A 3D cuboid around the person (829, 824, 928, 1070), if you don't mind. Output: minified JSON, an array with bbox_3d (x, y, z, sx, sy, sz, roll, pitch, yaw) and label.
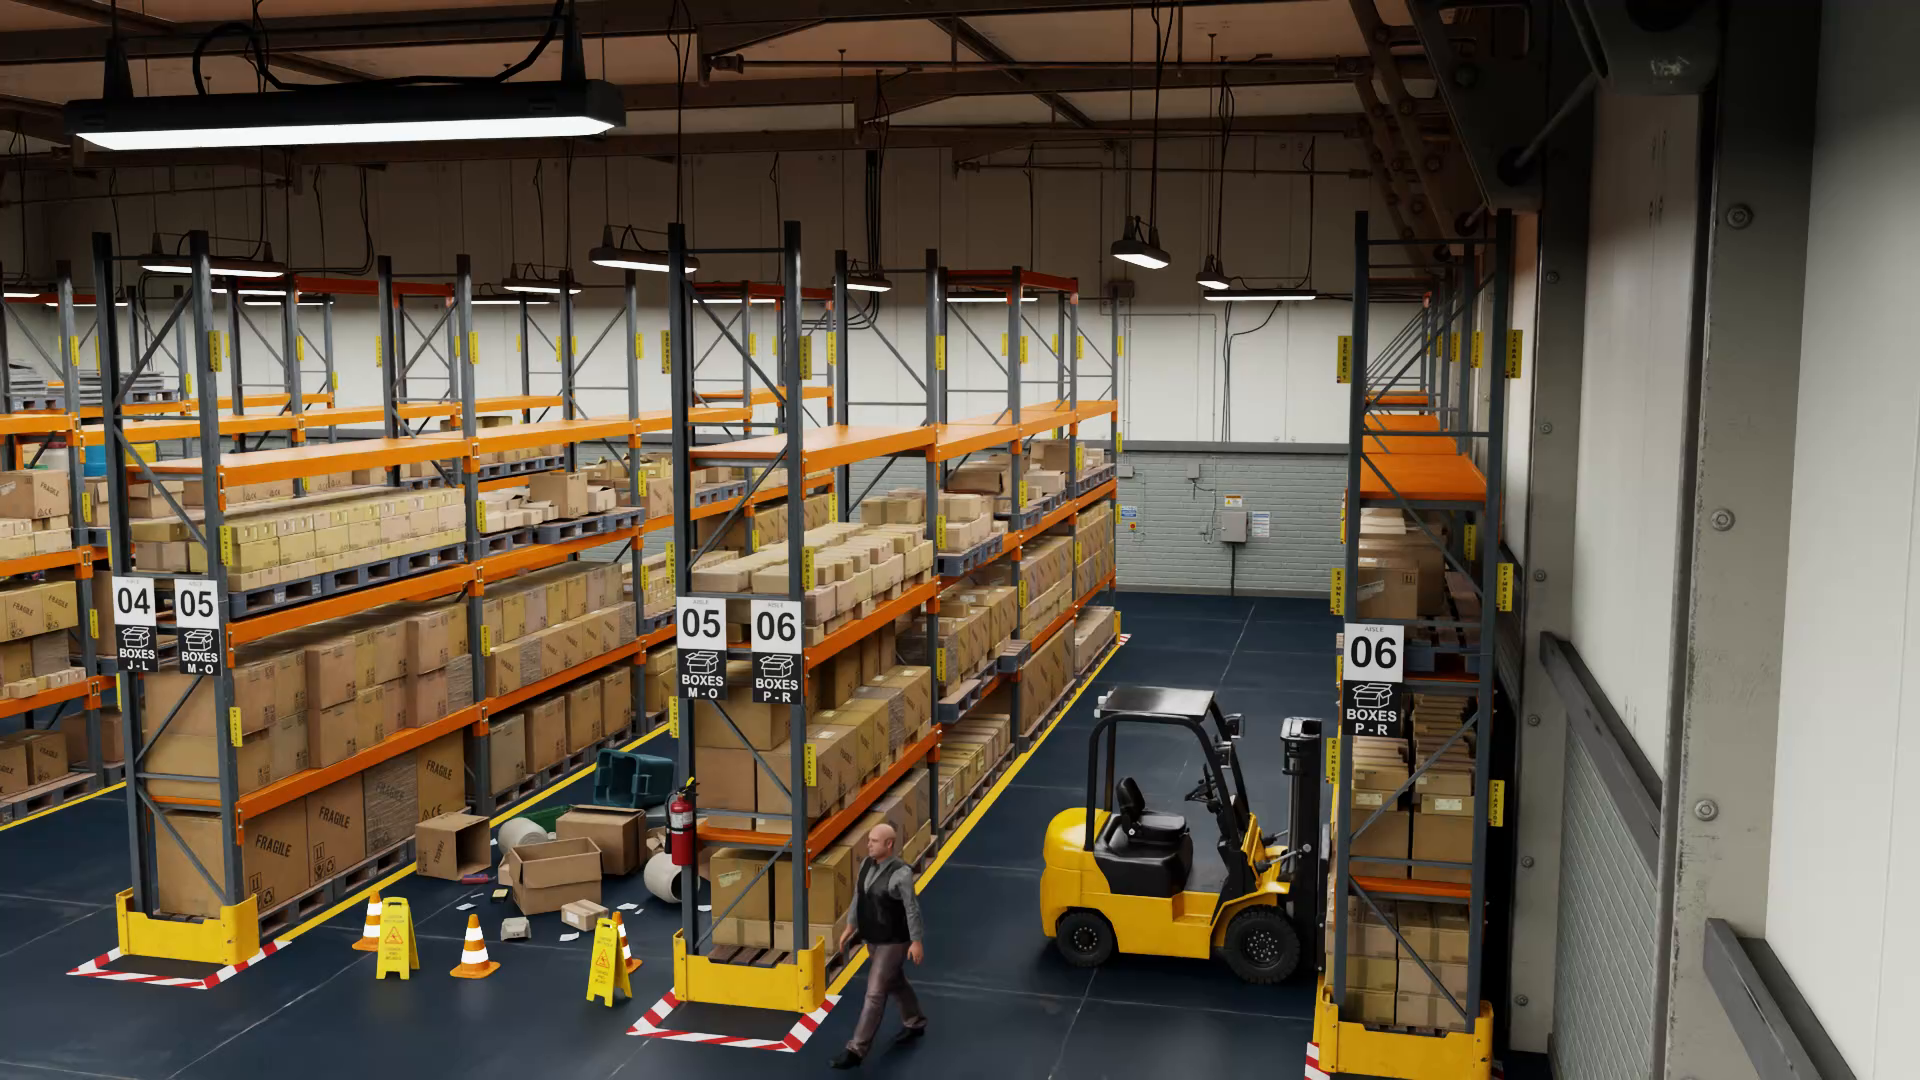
[{"bbox_3d":[-0.628,2.866,11.893,0.993,1.673,0.563,-5,9,-36],"label":"person"}]

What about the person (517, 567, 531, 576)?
[{"bbox_3d":[-6.843,1.227,25.798,0.444,1.597,0.481,2,7,15],"label":"person"}]
